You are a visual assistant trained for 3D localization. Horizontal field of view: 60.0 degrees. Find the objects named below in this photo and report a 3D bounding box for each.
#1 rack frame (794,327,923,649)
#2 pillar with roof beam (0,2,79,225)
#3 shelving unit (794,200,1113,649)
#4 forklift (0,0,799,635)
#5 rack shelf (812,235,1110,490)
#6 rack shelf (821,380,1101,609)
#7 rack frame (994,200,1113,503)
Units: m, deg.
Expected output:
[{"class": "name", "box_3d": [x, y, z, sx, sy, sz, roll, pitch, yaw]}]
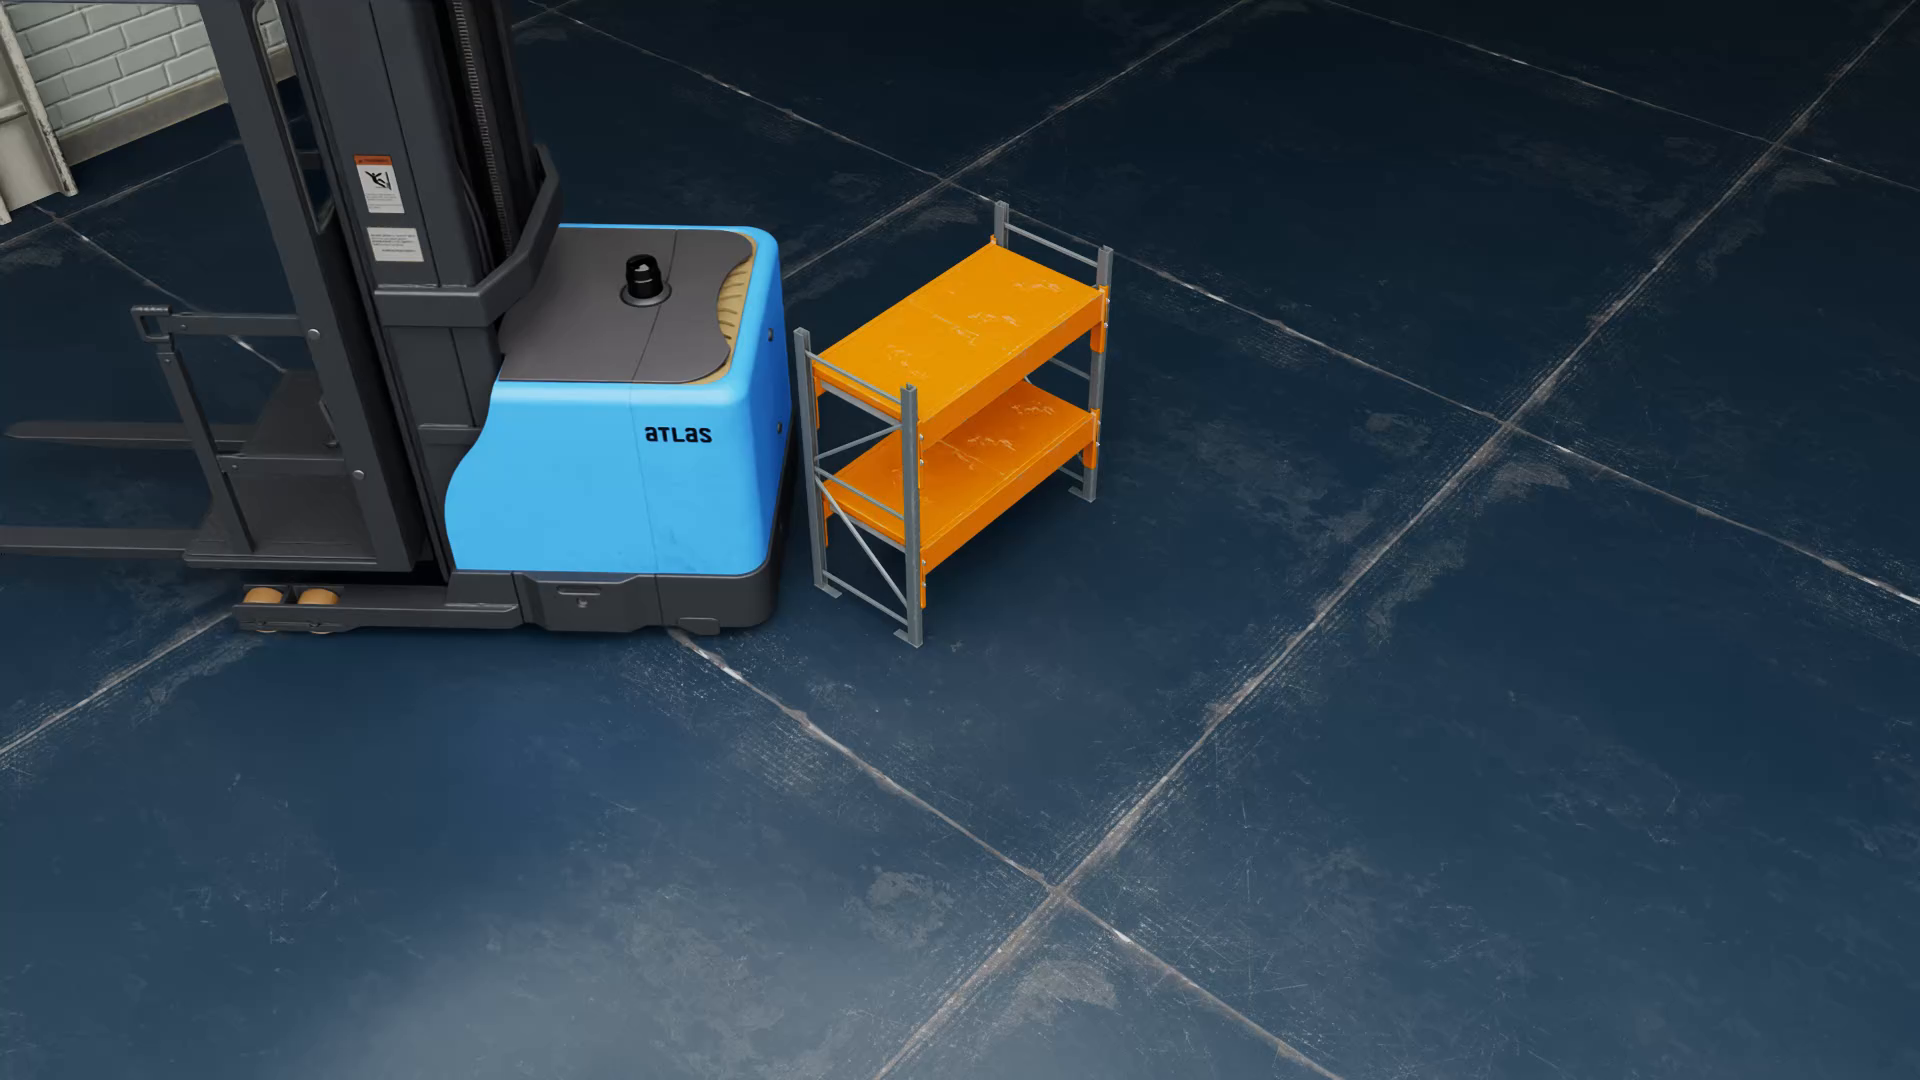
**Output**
[{"class": "rack frame", "box_3d": [-0.332, -0.151, 5.580, 0.500, 1.125, 0.032, 29, 50, 28]}, {"class": "pillar with roof beam", "box_3d": [-1.247, -3.127, 3.000, 9.100, 9.000, 0.400, 29, 50, 28]}, {"class": "shelving unit", "box_3d": [-0.004, -0.413, 5.868, 0.538, 1.125, 1.048, 29, 50, 28]}, {"class": "forklift", "box_3d": [-2.155, -1.107, 5.289, 3.031, 2.935, 1.130, 1, 42, 1]}, {"class": "rack shelf", "box_3d": [-0.004, -0.629, 5.671, 0.538, 0.278, 1.000, 29, 50, 28]}, {"class": "rack shelf", "box_3d": [-0.004, -0.232, 6.032, 0.538, 0.278, 1.000, 29, 50, 28]}, {"class": "rack frame", "box_3d": [0.323, -0.674, 6.156, 0.500, 1.125, 0.032, 29, 50, 28]}]
